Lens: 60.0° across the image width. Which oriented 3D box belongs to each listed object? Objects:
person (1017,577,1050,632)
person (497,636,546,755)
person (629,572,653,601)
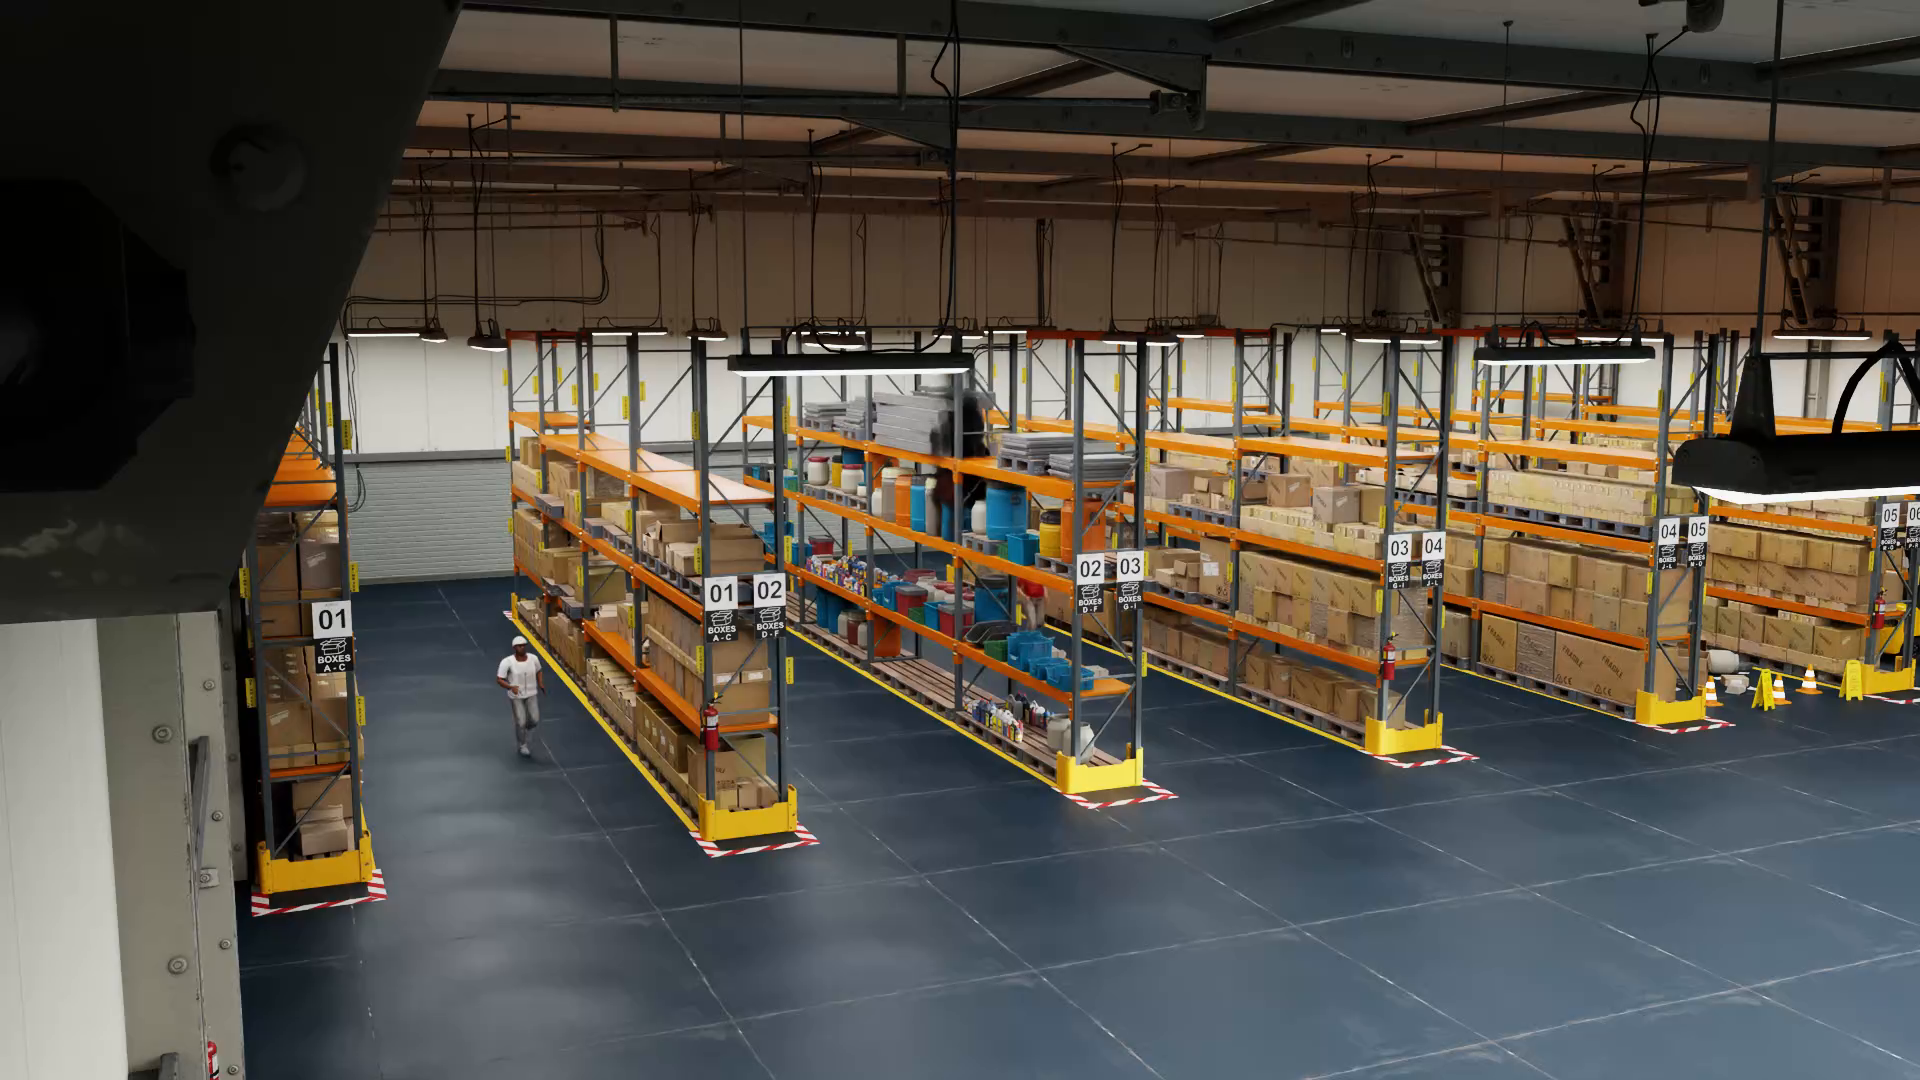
[{"bbox_3d":[1.374,1.196,31.764,0.664,1.691,0.632,-3,8,-21],"label":"person"},{"bbox_3d":[-6.282,2.236,23.929,0.700,1.723,0.547,-5,9,-33],"label":"person"},{"bbox_3d":[-6.590,0.787,34.482,0.719,1.735,0.659,-5,9,-30],"label":"person"}]
